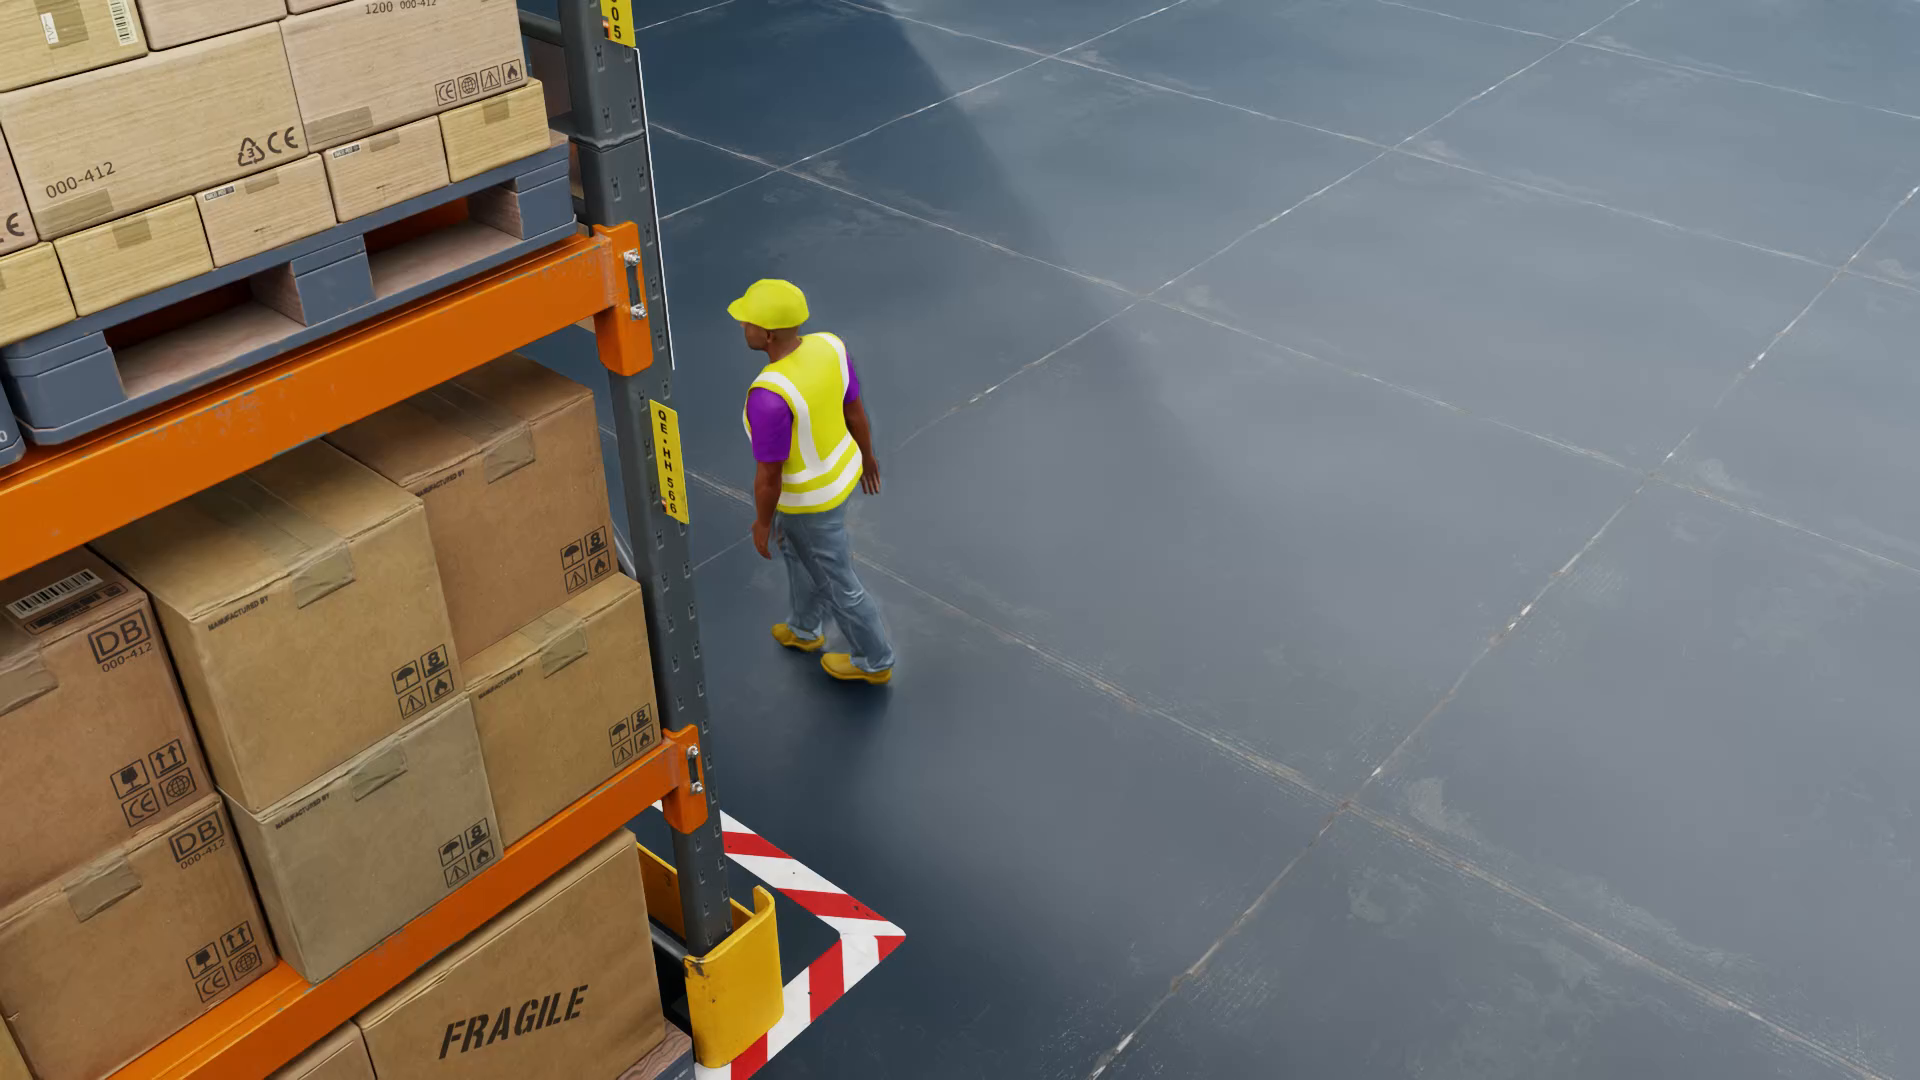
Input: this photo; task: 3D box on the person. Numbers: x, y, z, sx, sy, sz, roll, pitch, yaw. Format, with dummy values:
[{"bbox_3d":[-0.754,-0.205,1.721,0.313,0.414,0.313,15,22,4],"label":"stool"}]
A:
[{"bbox_3d":[-0.567,-0.172,6.394,0.641,1.795,0.606,11,36,15],"label":"person"}]
